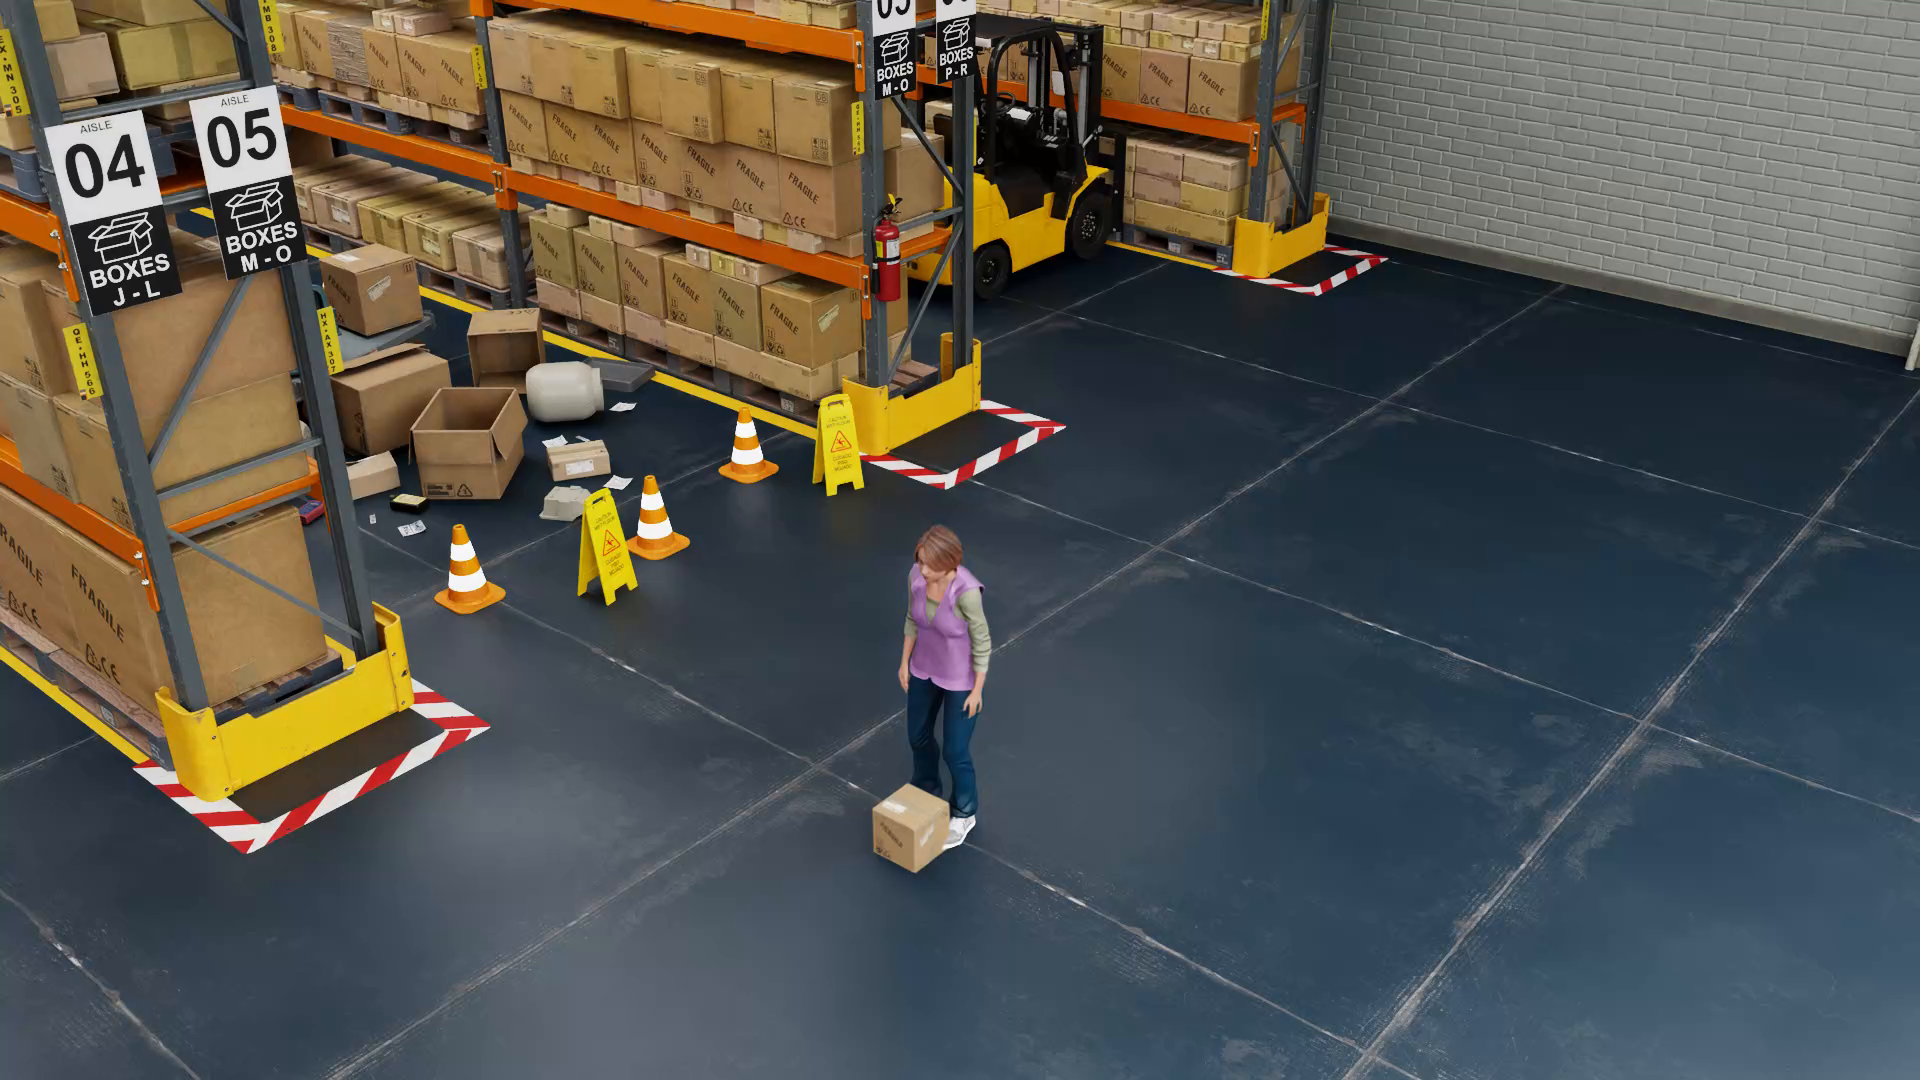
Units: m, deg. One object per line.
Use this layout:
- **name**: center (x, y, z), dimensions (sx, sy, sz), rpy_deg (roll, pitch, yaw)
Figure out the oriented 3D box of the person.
- **person**: center (-0.074, 0.627, 7.442), dimensions (0.466, 1.591, 0.345), rpy_deg (20, 33, 32)
